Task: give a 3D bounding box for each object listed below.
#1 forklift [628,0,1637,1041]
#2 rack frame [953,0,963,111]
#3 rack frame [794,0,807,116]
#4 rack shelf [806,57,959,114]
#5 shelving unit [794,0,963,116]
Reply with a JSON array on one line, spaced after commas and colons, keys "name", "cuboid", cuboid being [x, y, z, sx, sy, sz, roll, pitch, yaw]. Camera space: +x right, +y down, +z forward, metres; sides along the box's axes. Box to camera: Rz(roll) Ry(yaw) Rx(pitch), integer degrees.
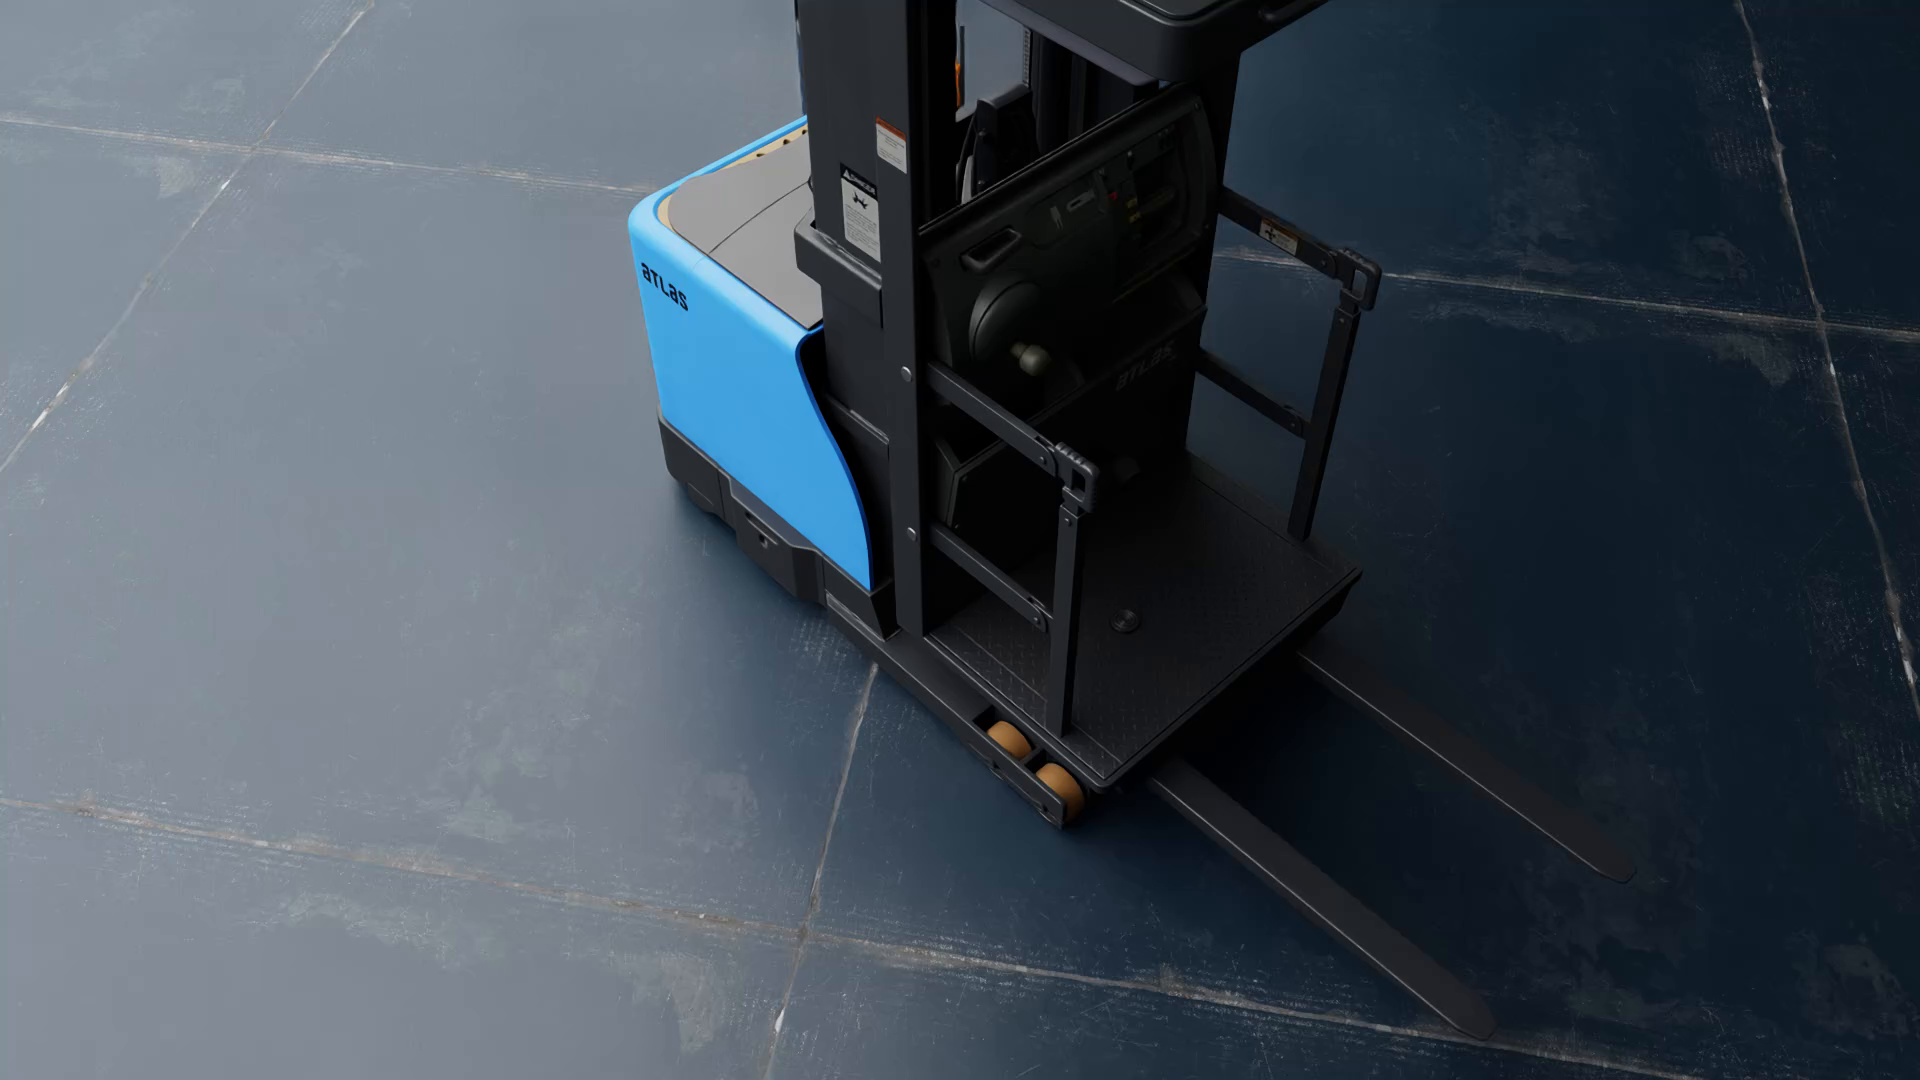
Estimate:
[{"name": "forklift", "cuboid": [0.429, -0.643, 3.858, 1.130, 2.935, 3.031, -35, 57, -27]}, {"name": "rack frame", "cuboid": [-0.011, -1.238, 5.553, 0.015, 1.200, 0.240, -5, 47, -4]}, {"name": "rack frame", "cuboid": [-0.496, -1.200, 5.518, 0.015, 1.200, 0.240, -5, 47, -4]}, {"name": "rack shelf", "cuboid": [-0.254, -1.487, 5.248, 0.480, 0.148, 0.258, -5, 47, -4]}, {"name": "shelving unit", "cuboid": [-0.254, -1.219, 5.535, 0.503, 1.200, 0.258, -5, 47, -4]}]
